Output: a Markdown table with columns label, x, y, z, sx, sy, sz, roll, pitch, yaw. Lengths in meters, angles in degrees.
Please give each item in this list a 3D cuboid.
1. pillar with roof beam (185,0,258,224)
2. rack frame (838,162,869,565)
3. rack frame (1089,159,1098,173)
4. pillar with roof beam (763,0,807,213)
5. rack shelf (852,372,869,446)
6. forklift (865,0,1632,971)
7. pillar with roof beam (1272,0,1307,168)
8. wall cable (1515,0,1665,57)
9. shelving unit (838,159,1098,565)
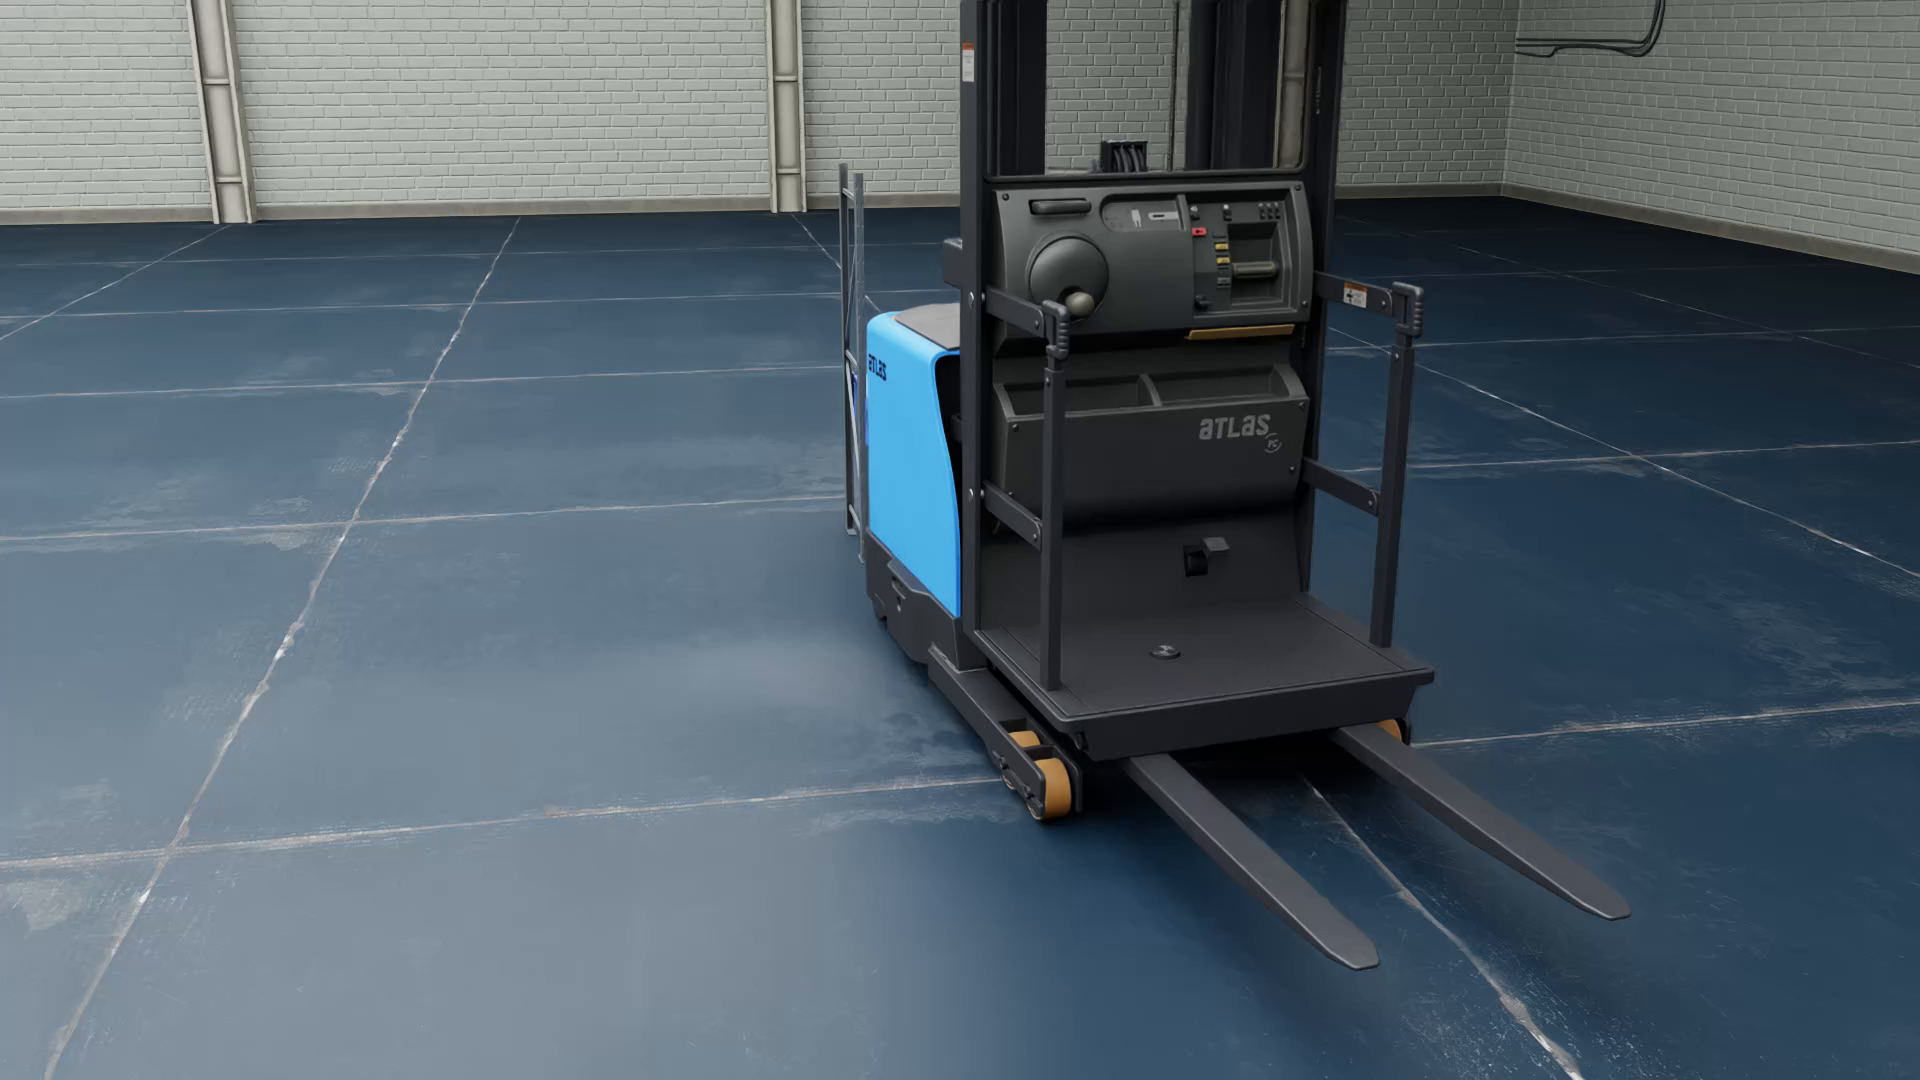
| label | x | y | z | sx | sy | sz | roll | pitch | yaw |
| --- | --- | --- | --- | --- | --- | --- | --- | --- | --- |
| pillar with roof beam | -7.049 | -6.520 | 12.713 | 0.400 | 9.000 | 9.100 | -3 | 17 | -10 |
| rack frame | -0.415 | -0.693 | 6.515 | 0.032 | 1.500 | 0.500 | -3 | 17 | -10 |
| rack frame | 0.583 | -0.750 | 6.699 | 0.032 | 1.500 | 0.500 | -3 | 17 | -10 |
| pillar with roof beam | -1.158 | -6.854 | 13.801 | 0.400 | 9.000 | 9.100 | -3 | 17 | -10 |
| rack shelf | 0.084 | -0.550 | 6.660 | 1.000 | 0.185 | 0.538 | -3 | 17 | -10 |
| forklift | 0.617 | -0.792 | 4.398 | 1.130 | 2.935 | 3.031 | -6 | 18 | -18 |
| pillar with roof beam | 4.733 | -7.188 | 14.889 | 0.400 | 9.000 | 9.100 | -3 | 17 | -10 |
| wall cable | 7.059 | -6.728 | 18.679 | 0.112 | 2.526 | 3.097 | -3 | 17 | -10 |
| shelving unit | 0.084 | -0.722 | 6.607 | 1.048 | 1.500 | 0.538 | -3 | 17 | -10 |
